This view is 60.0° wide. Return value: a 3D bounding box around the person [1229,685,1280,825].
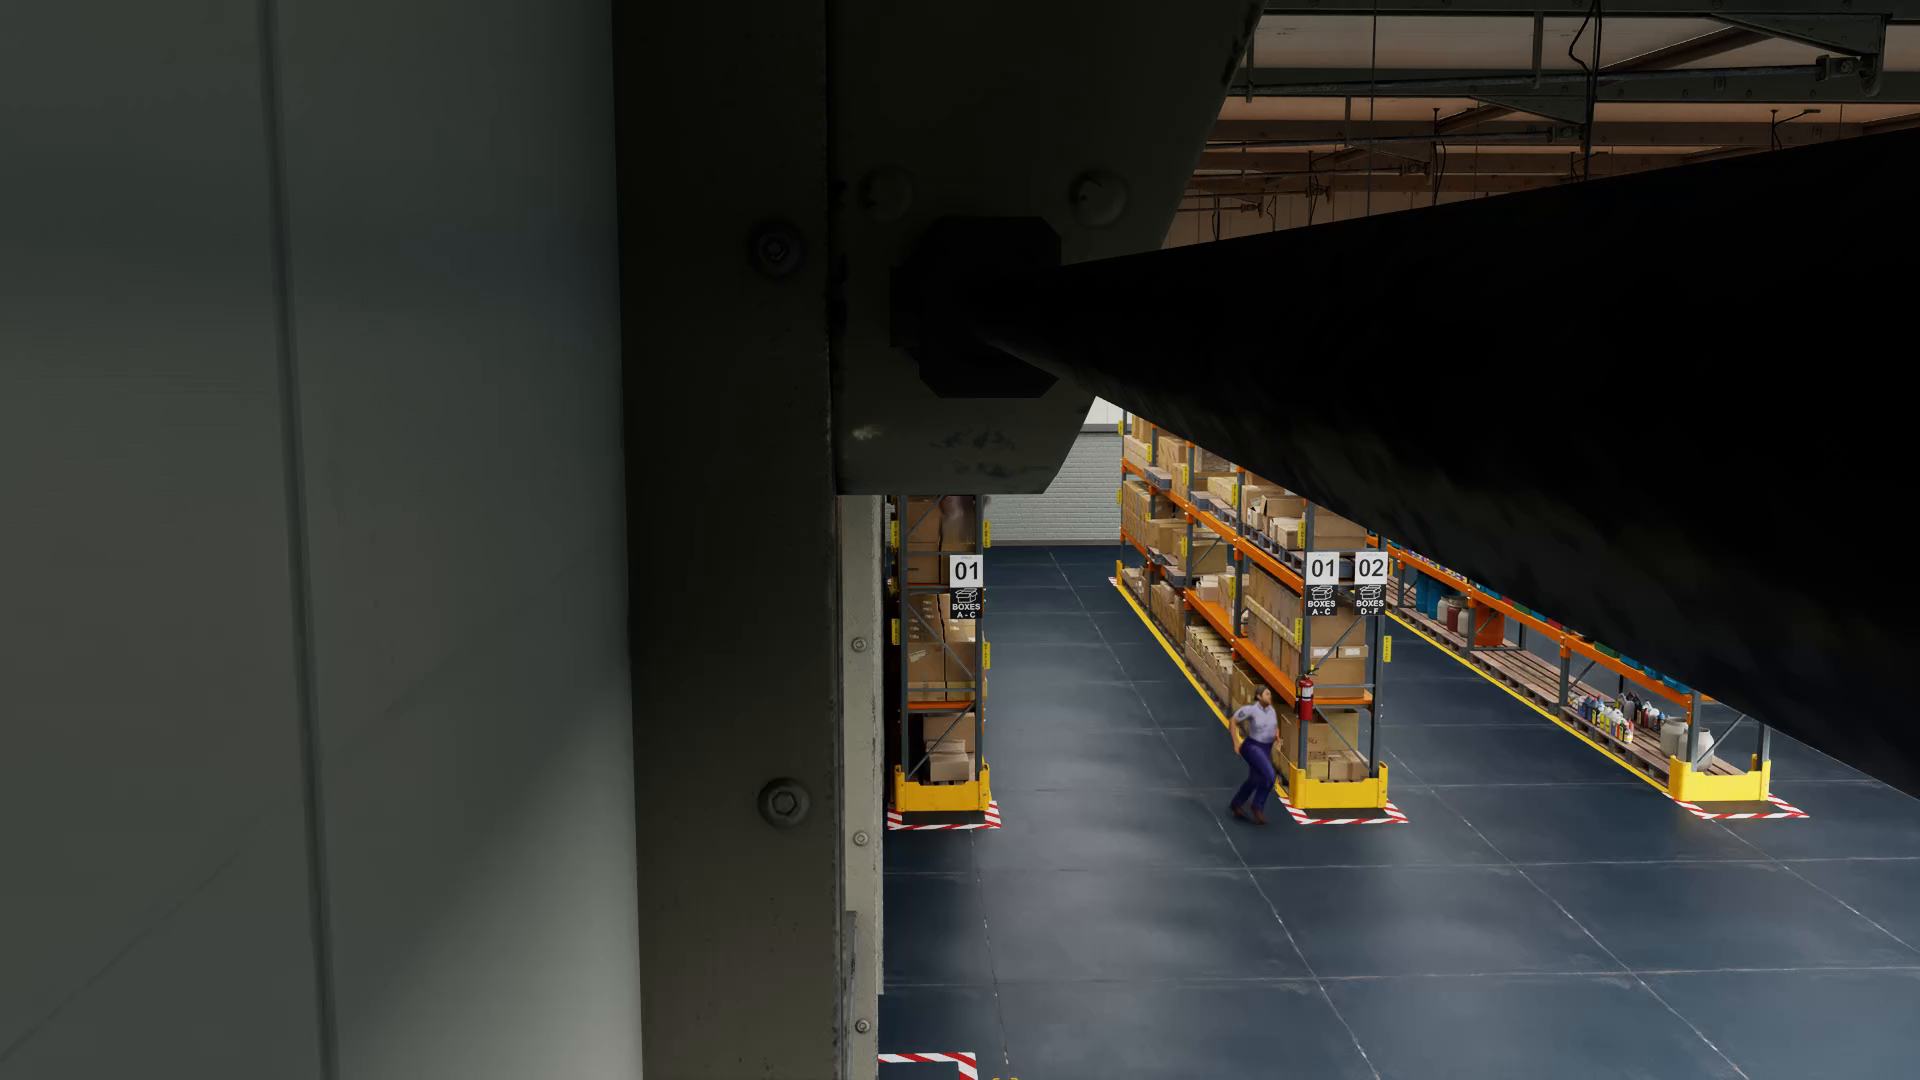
[{"bbox_3d":[3.626,2.573,20.174,0.596,1.598,0.624,-8,11,-42],"label":"person"}]
